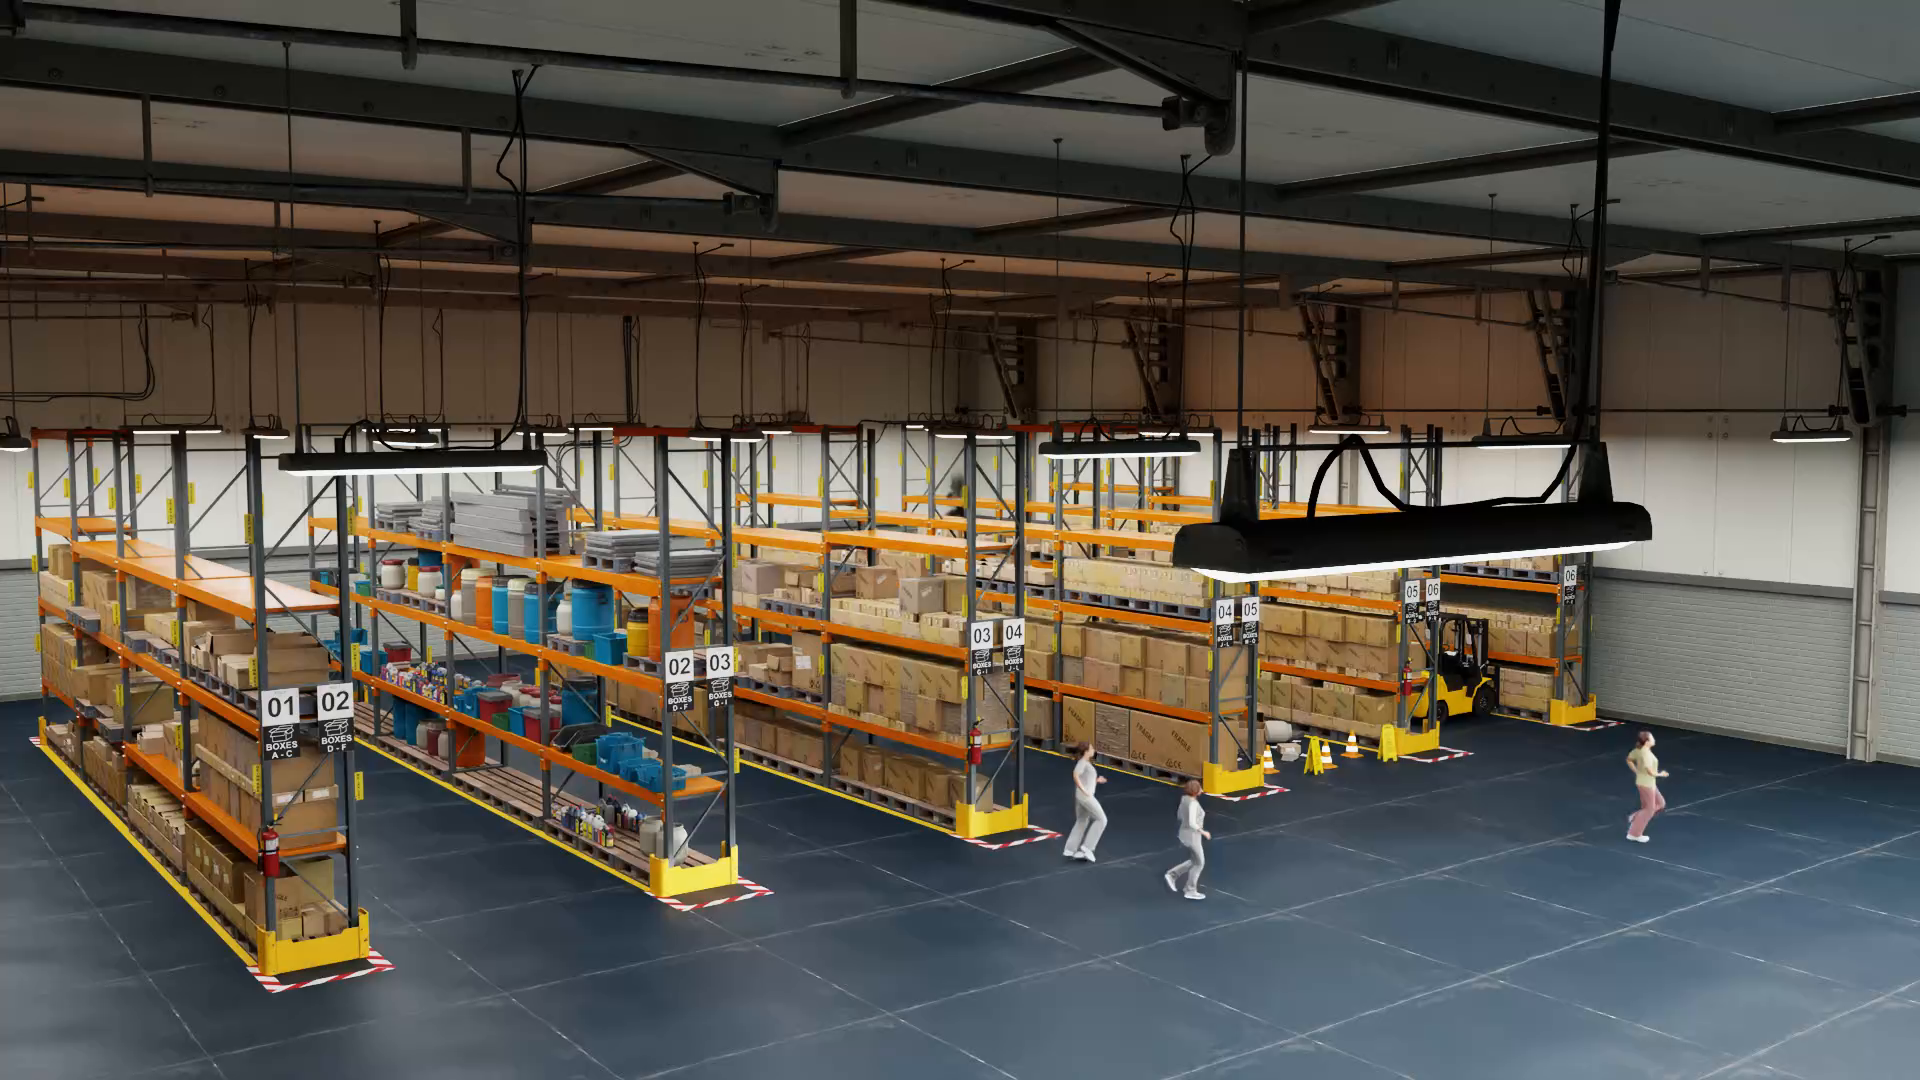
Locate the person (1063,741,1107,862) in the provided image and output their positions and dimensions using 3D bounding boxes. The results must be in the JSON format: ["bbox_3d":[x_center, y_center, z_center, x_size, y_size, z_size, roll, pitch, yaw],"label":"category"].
[{"bbox_3d":[1.762,3.672,23.452,0.626,1.692,0.555,0,4,-5],"label":"person"}]

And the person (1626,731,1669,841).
[{"bbox_3d":[10.080,3.598,24.353,0.555,1.633,0.566,1,5,9],"label":"person"}]

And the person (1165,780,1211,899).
[{"bbox_3d":[2.935,3.868,21.446,0.543,1.567,0.559,-1,5,-8],"label":"person"}]
